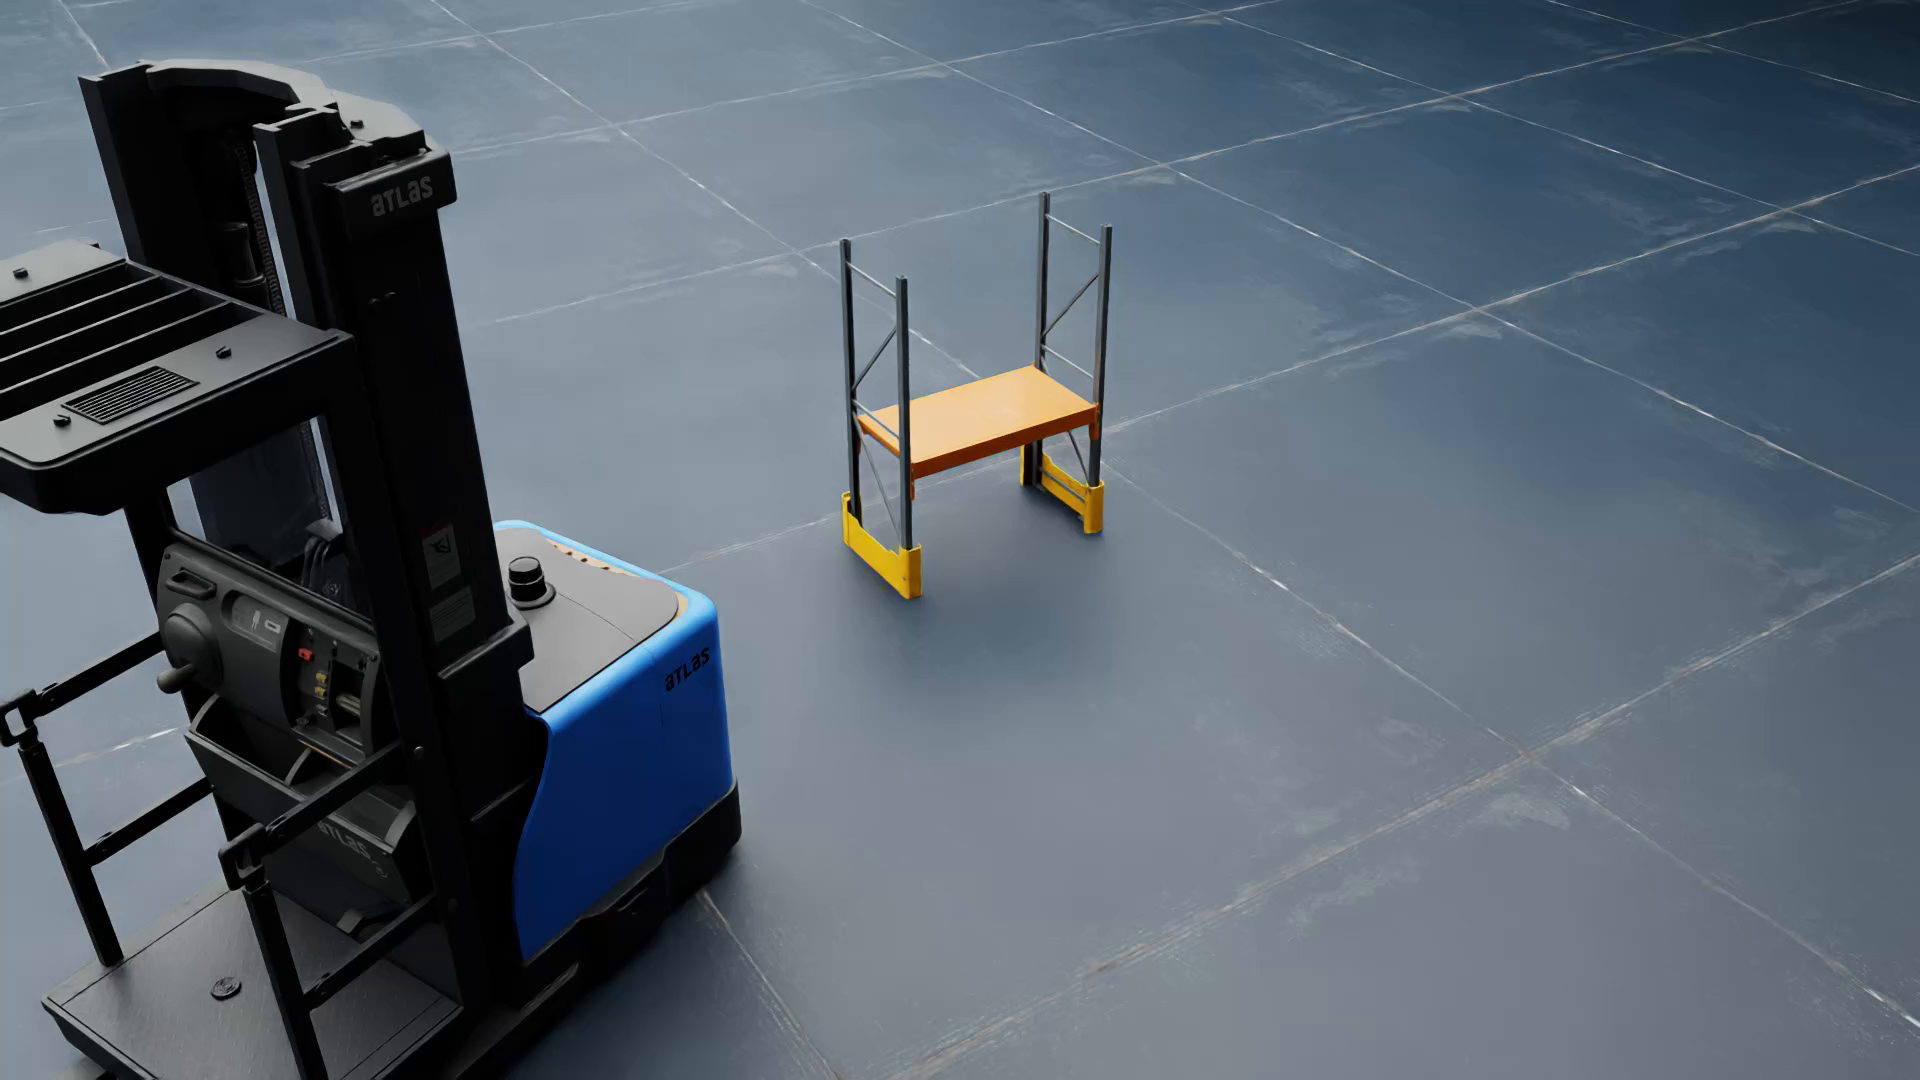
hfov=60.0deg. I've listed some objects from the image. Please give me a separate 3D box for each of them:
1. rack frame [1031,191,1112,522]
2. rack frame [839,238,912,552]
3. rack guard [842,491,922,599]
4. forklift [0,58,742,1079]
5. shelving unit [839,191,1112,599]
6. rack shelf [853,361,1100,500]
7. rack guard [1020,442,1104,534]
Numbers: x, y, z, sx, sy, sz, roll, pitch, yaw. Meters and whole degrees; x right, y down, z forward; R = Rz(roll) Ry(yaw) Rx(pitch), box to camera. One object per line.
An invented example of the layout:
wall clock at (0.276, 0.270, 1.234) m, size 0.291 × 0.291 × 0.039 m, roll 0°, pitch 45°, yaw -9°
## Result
rack frame at (0.499, -0.806, 7.622) m, size 0.032 × 1.500 × 0.500 m, roll -19°, pitch 37°, yaw -27°
rack frame at (-0.356, -0.512, 7.156) m, size 0.032 × 1.500 × 0.500 m, roll -19°, pitch 37°, yaw -27°
rack guard at (-0.355, 0.016, 7.490) m, size 0.087 × 0.250 × 0.587 m, roll -19°, pitch 37°, yaw -27°
forklift at (-2.017, 0.371, 4.415) m, size 1.130 × 2.935 × 3.031 m, roll 20°, pitch 37°, yaw 28°
shelving unit at (0.064, -0.656, 7.385) m, size 1.083 × 1.500 × 0.587 m, roll -19°, pitch 37°, yaw -27°
rack shelf at (0.072, -0.507, 7.485) m, size 1.000 × 0.185 × 0.538 m, roll -19°, pitch 37°, yaw -27°
rack guard at (0.483, -0.272, 7.946) m, size 0.087 × 0.250 × 0.587 m, roll -19°, pitch 37°, yaw -27°
